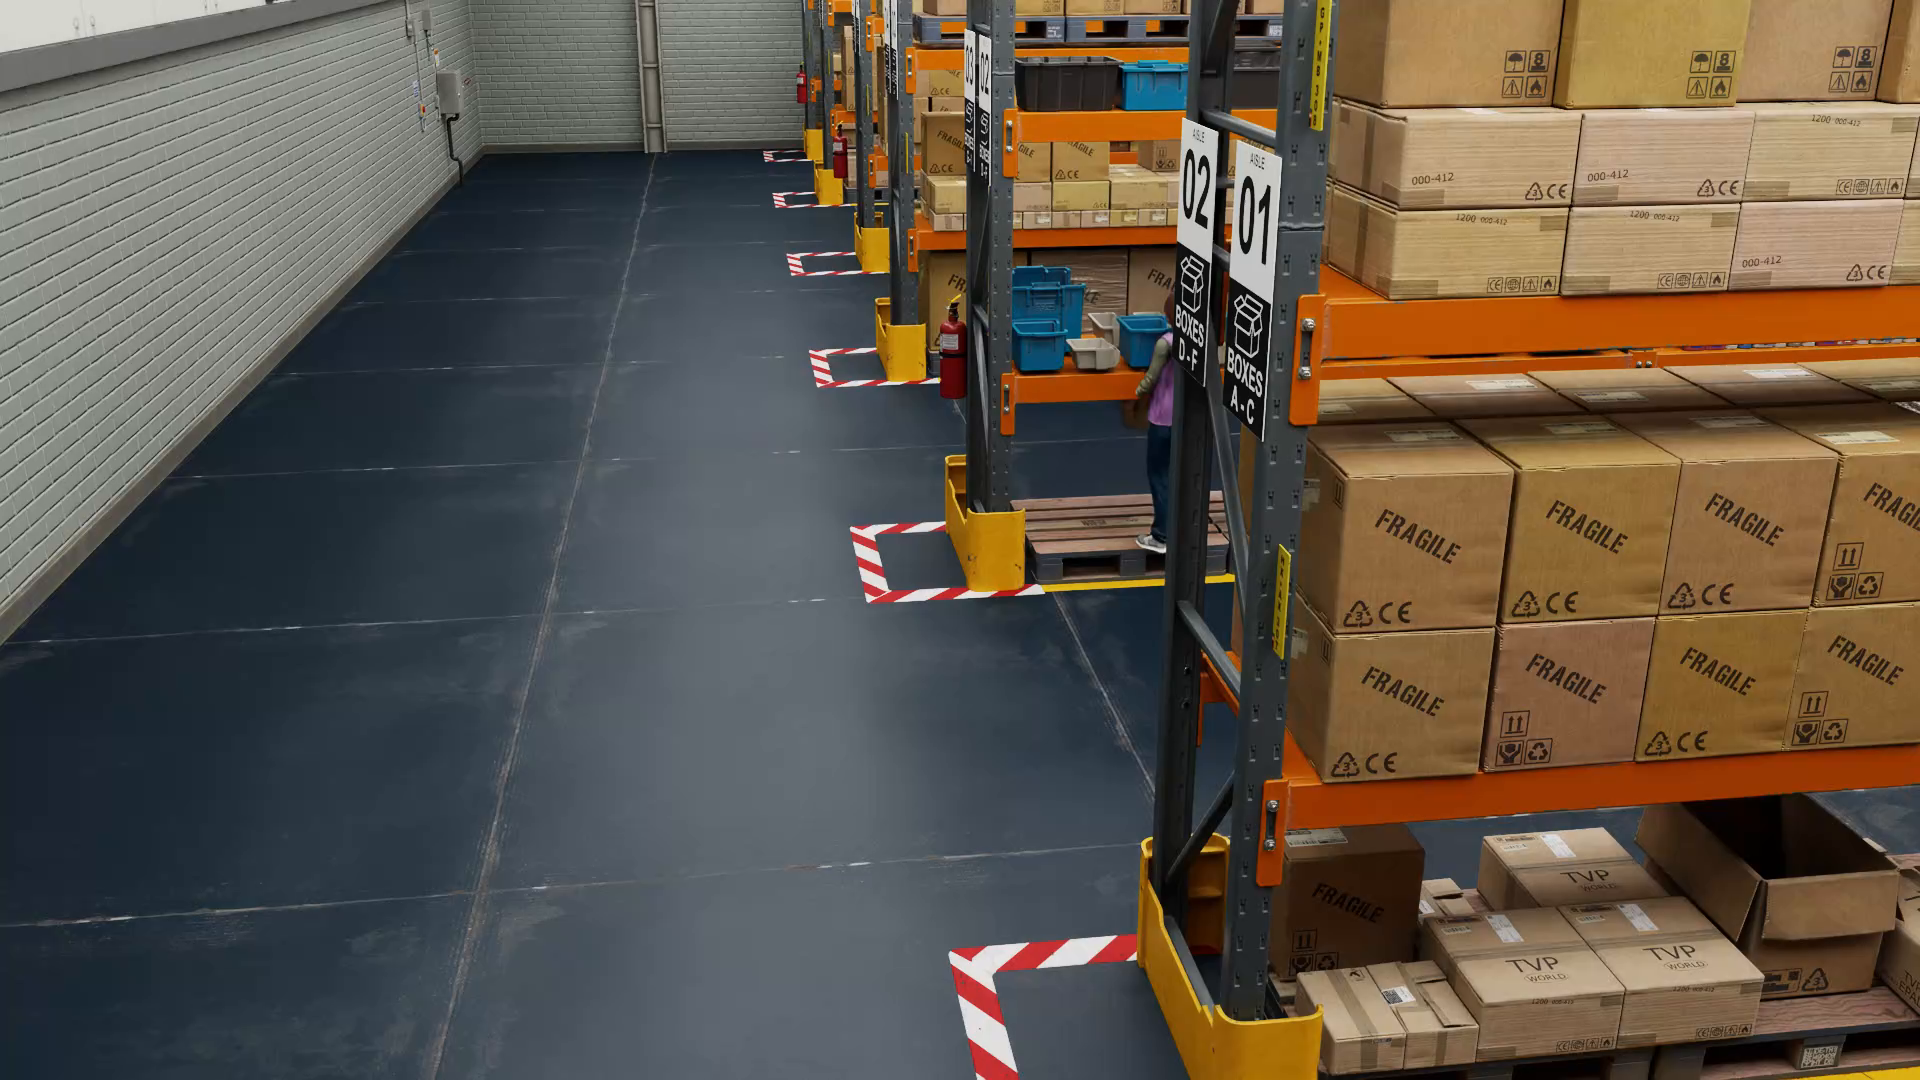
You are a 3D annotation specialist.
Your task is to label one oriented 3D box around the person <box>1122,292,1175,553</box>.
[{"bbox_3d":[1.227,-0.726,9.945,0.425,1.596,0.490,-14,24,-33],"label":"person"}]
